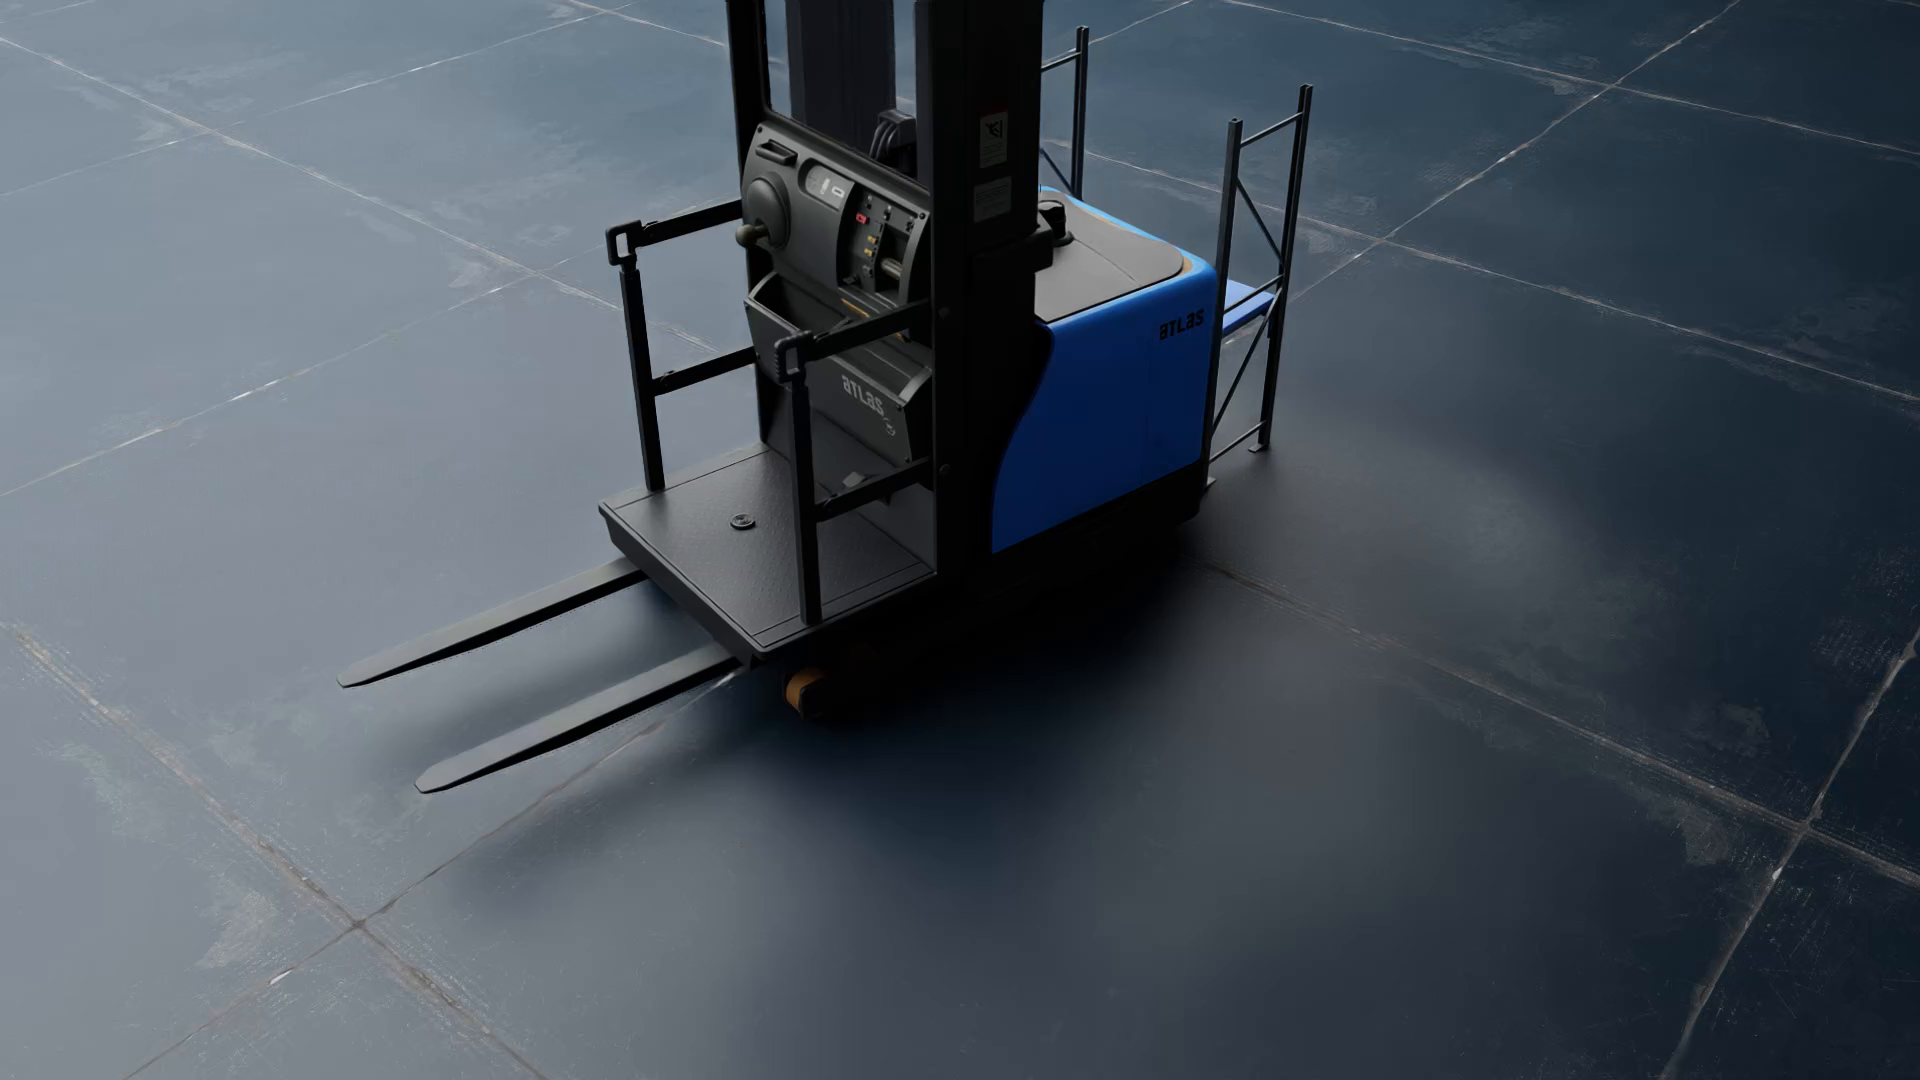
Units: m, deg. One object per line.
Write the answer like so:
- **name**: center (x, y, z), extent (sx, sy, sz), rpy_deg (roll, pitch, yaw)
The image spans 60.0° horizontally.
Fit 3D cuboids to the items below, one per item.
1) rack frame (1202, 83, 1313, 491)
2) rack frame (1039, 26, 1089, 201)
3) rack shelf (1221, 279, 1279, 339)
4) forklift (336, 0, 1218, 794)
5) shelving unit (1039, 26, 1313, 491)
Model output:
- **rack frame**: center (1.096, -0.918, 6.262), extent (0.032, 1.500, 0.500), rpy_deg (26, 42, 33)
- **rack frame**: center (0.332, -1.298, 6.815), extent (0.032, 1.500, 0.500), rpy_deg (26, 42, 33)
- **rack shelf**: center (0.714, -0.960, 6.640), extent (1.000, 0.185, 0.538), rpy_deg (26, 42, 33)
- **forklift**: center (-0.565, -0.971, 5.075), extent (3.031, 2.935, 1.130), rpy_deg (-24, 41, -31)
- **shelving unit**: center (0.714, -1.108, 6.538), extent (1.048, 1.500, 0.538), rpy_deg (26, 42, 33)
